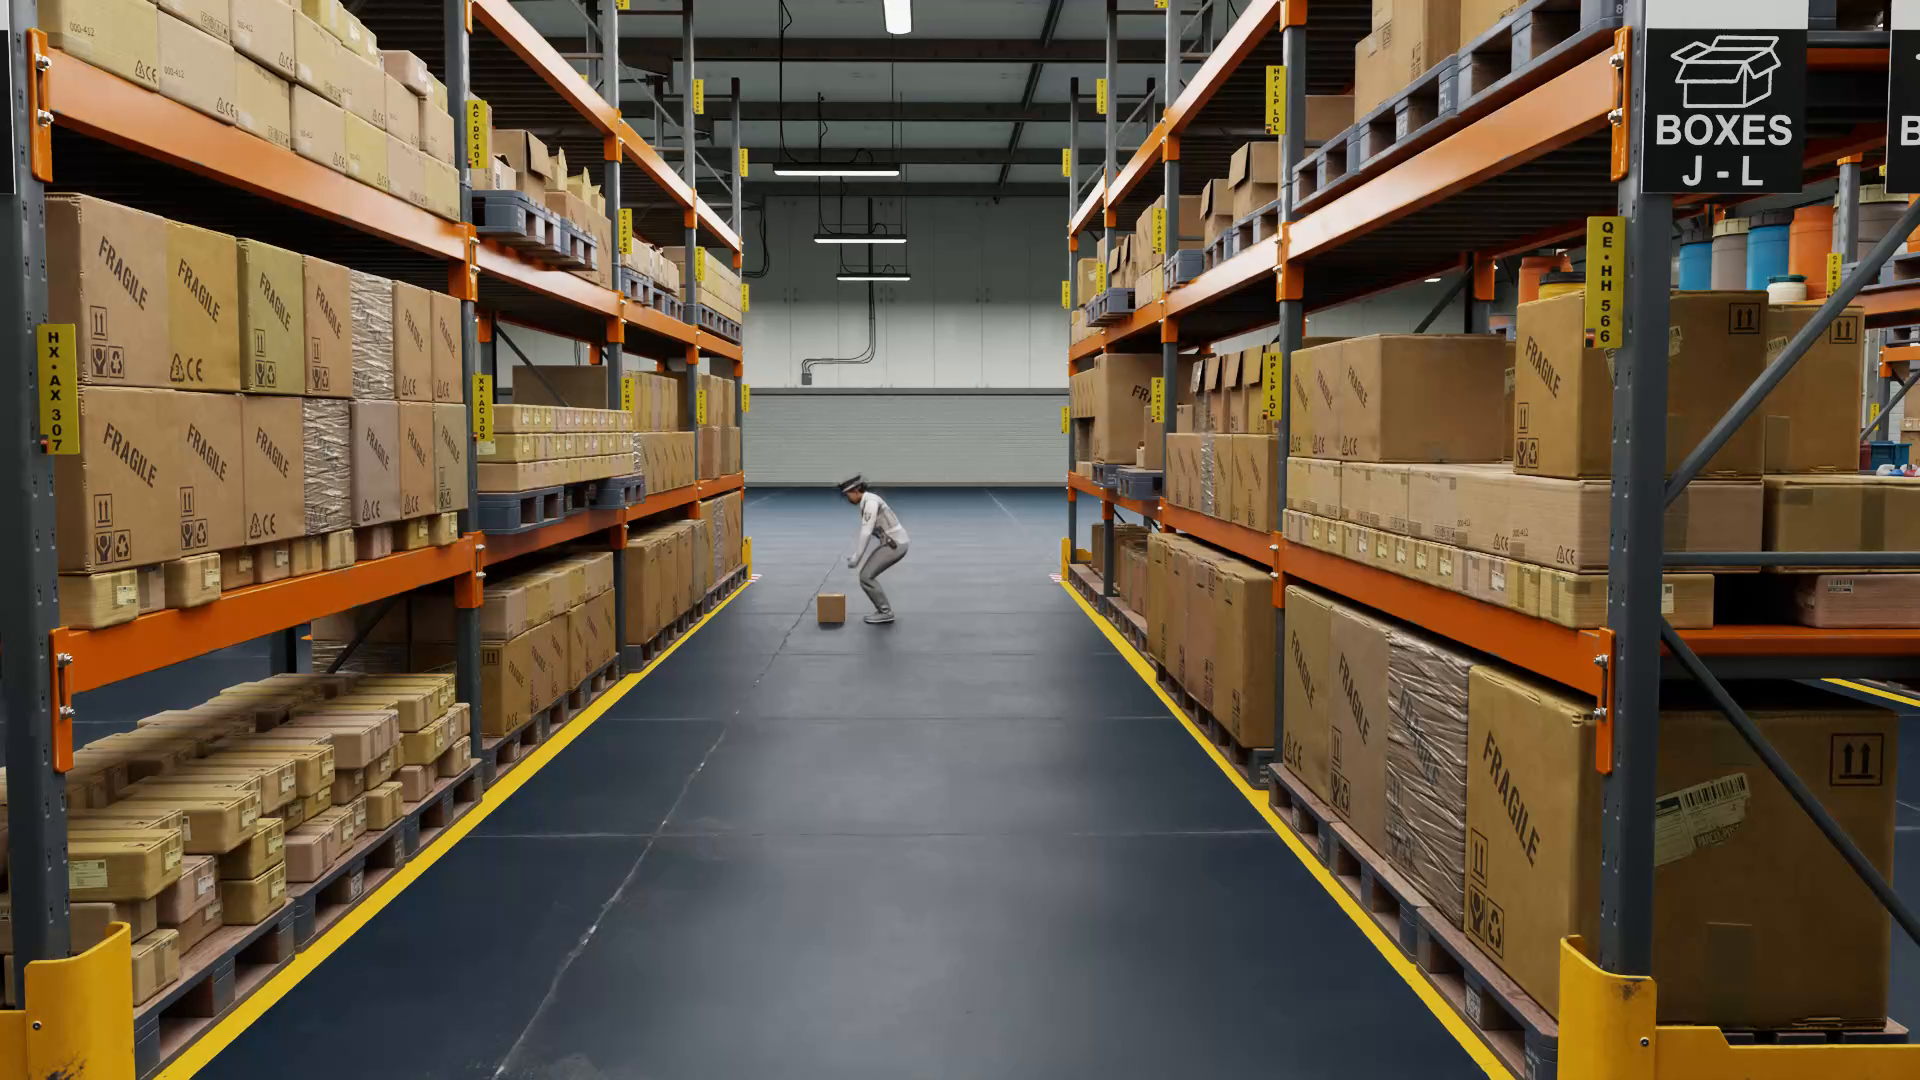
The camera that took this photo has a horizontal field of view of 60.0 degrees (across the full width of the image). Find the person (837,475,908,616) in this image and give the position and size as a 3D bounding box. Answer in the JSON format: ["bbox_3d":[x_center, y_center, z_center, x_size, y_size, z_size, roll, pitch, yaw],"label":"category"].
[{"bbox_3d":[-0.829,0.046,15.796,0.675,1.333,0.445,0,4,-1],"label":"person"}]
